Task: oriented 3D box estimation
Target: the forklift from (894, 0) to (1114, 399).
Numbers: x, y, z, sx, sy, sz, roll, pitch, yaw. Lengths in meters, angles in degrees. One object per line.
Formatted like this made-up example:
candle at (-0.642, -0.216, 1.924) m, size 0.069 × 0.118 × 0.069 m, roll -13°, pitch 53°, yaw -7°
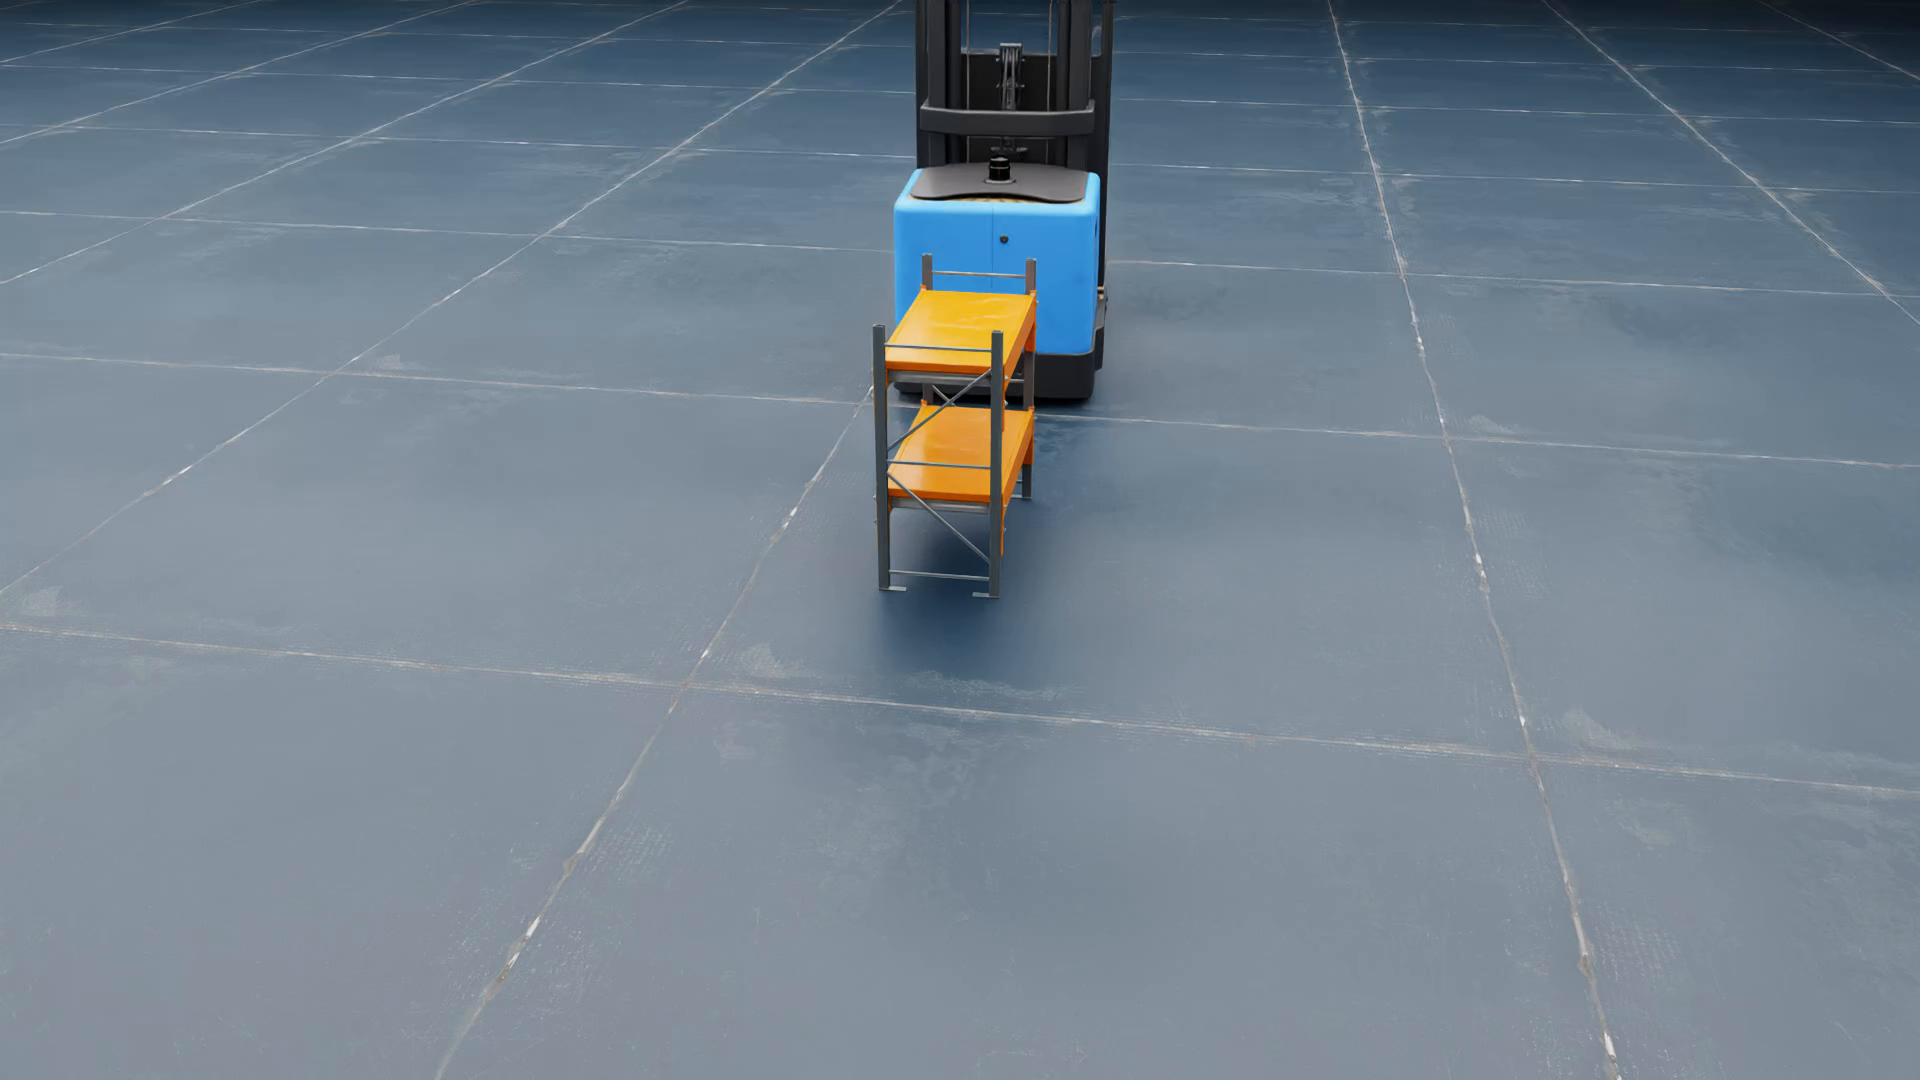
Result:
forklift at (0.324, -2.655, 9.464) m, size 1.130 × 2.935 × 3.031 m, roll 3°, pitch 25°, yaw 6°

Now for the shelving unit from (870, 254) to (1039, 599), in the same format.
shelving unit at (-0.001, -0.507, 7.005) m, size 0.538 × 1.125 × 1.048 m, roll 4°, pitch 25°, yaw 9°

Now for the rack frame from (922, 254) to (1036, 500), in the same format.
rack frame at (0.082, -0.719, 7.460) m, size 0.500 × 1.125 × 0.032 m, roll 4°, pitch 25°, yaw 9°

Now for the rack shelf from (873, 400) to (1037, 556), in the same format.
rack shelf at (-0.001, -0.285, 7.109) m, size 0.538 × 0.278 × 1.000 m, roll 4°, pitch 25°, yaw 9°

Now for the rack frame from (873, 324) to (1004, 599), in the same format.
rack frame at (-0.084, -0.294, 6.551) m, size 0.500 × 1.125 × 0.032 m, roll 4°, pitch 25°, yaw 9°

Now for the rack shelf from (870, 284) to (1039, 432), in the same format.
rack shelf at (-0.001, -0.772, 6.881) m, size 0.538 × 0.278 × 1.000 m, roll 4°, pitch 25°, yaw 9°
